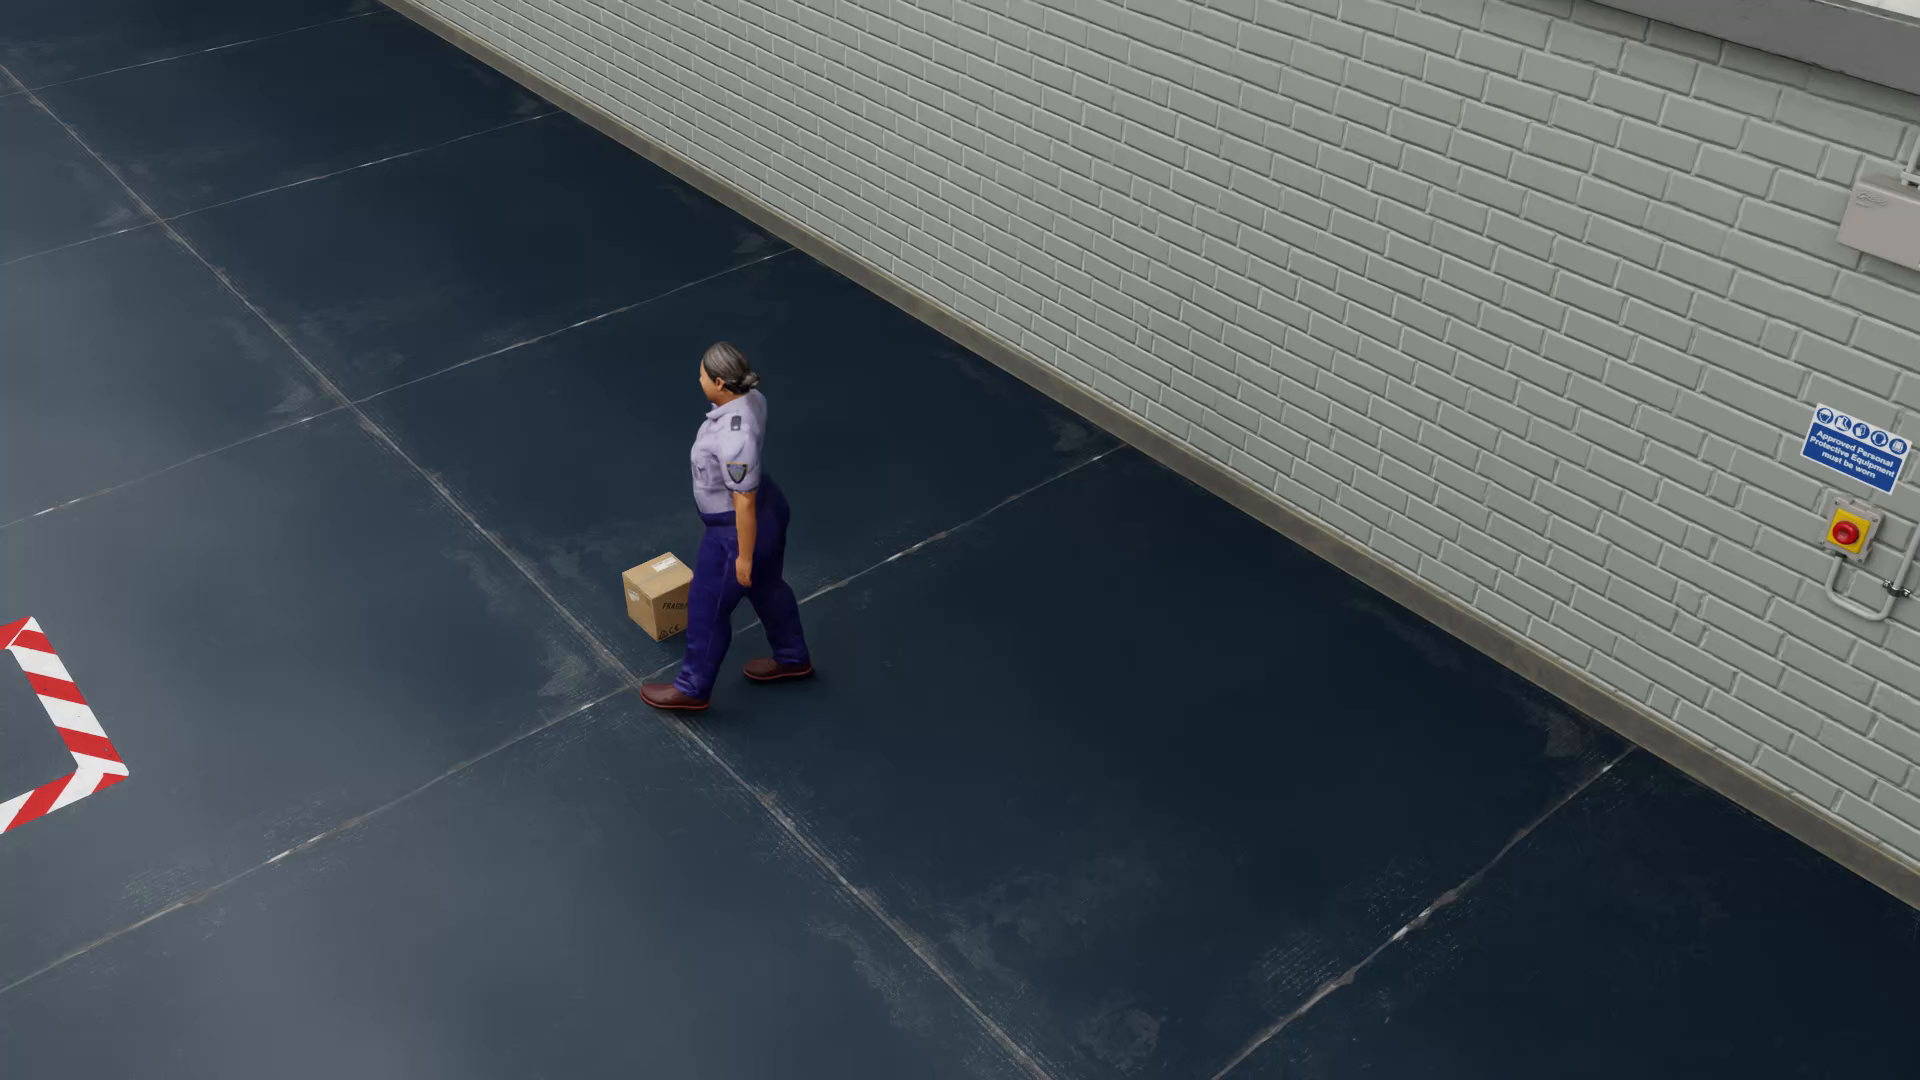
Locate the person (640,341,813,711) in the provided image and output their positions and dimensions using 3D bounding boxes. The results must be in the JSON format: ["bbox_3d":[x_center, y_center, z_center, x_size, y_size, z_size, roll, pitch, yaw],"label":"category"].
[{"bbox_3d":[-0.991,-0.054,6.719,0.691,1.631,0.524,3,36,4],"label":"person"}]
